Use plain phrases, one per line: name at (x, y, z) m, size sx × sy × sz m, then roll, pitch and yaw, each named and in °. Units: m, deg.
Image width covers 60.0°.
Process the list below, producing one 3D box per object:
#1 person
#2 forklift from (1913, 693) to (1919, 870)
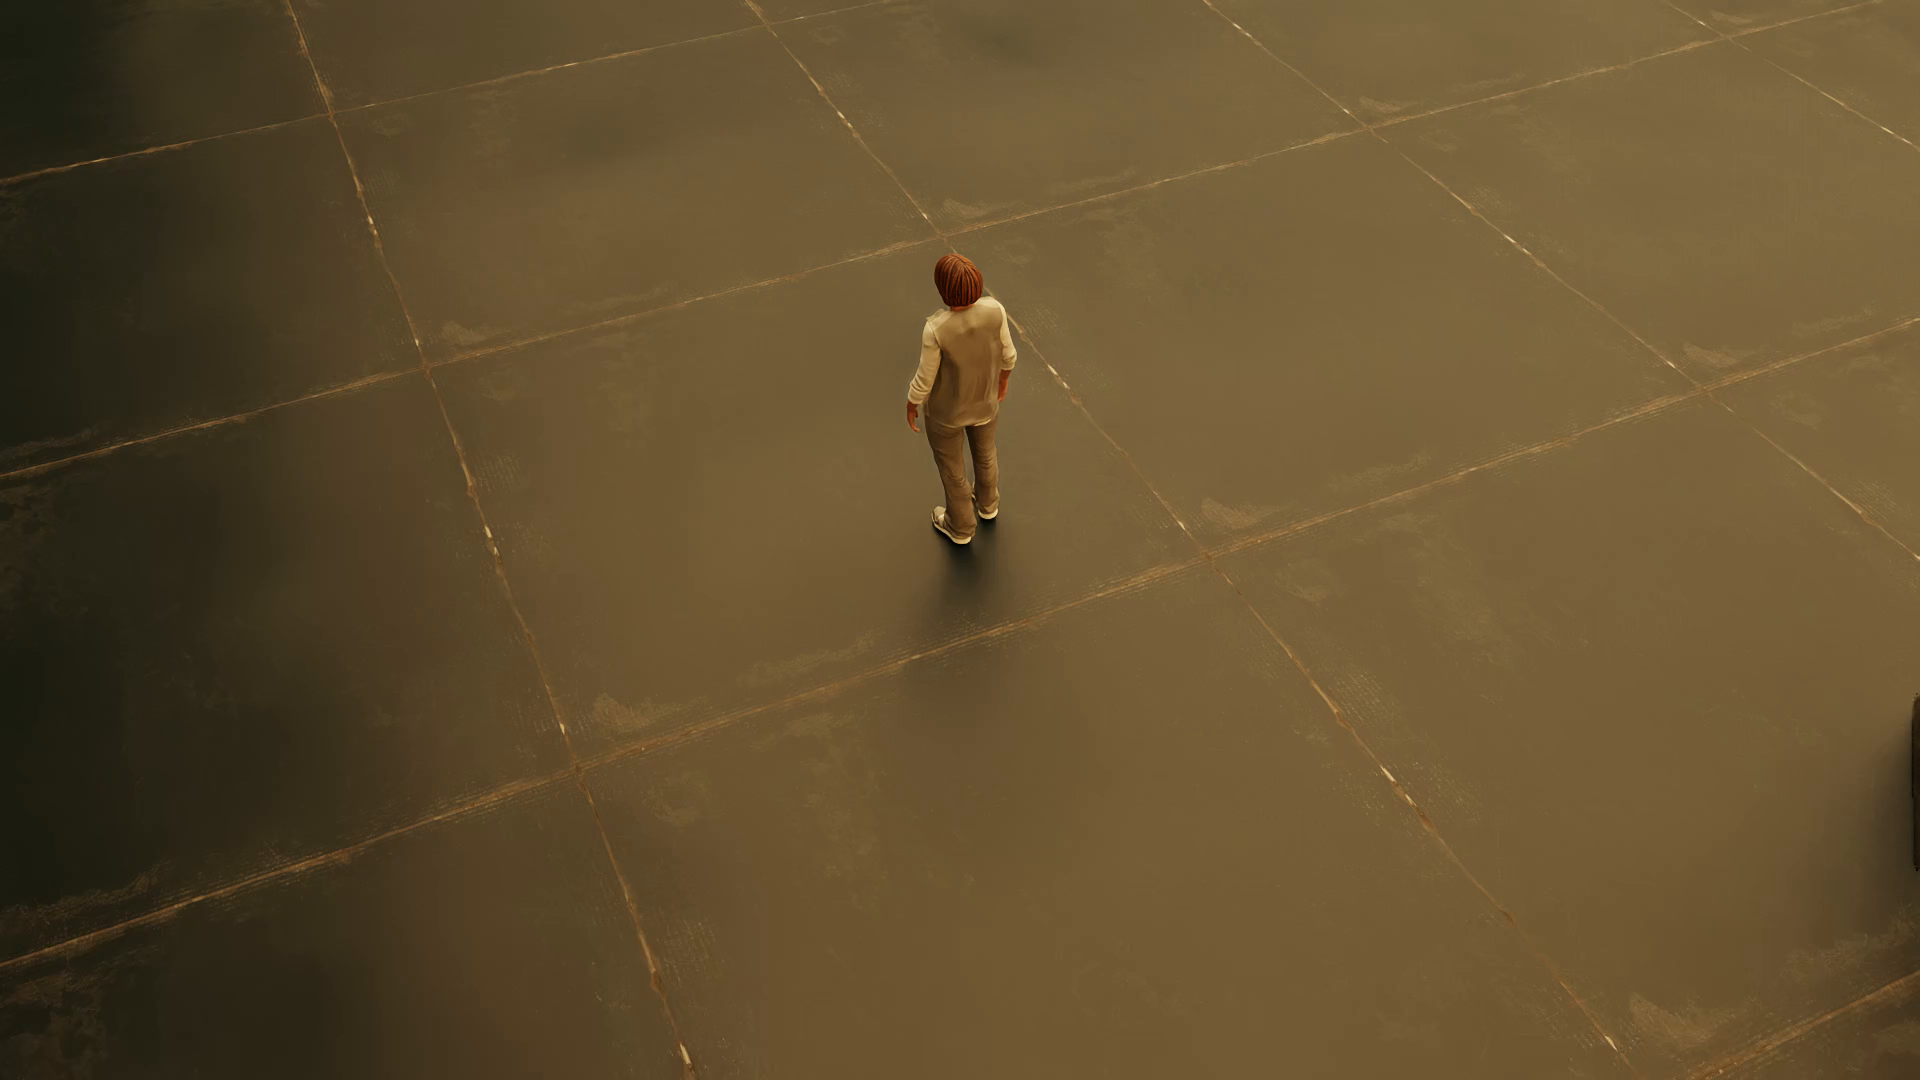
person at (-0.018, -0.636, 7.334) m, size 0.520 × 1.590 × 0.475 m, roll -18°, pitch 46°, yaw -18°
forklift at (5.242, 0.335, 5.321) m, size 3.031 × 2.935 × 1.130 m, roll 15°, pitch 45°, yaw 16°
